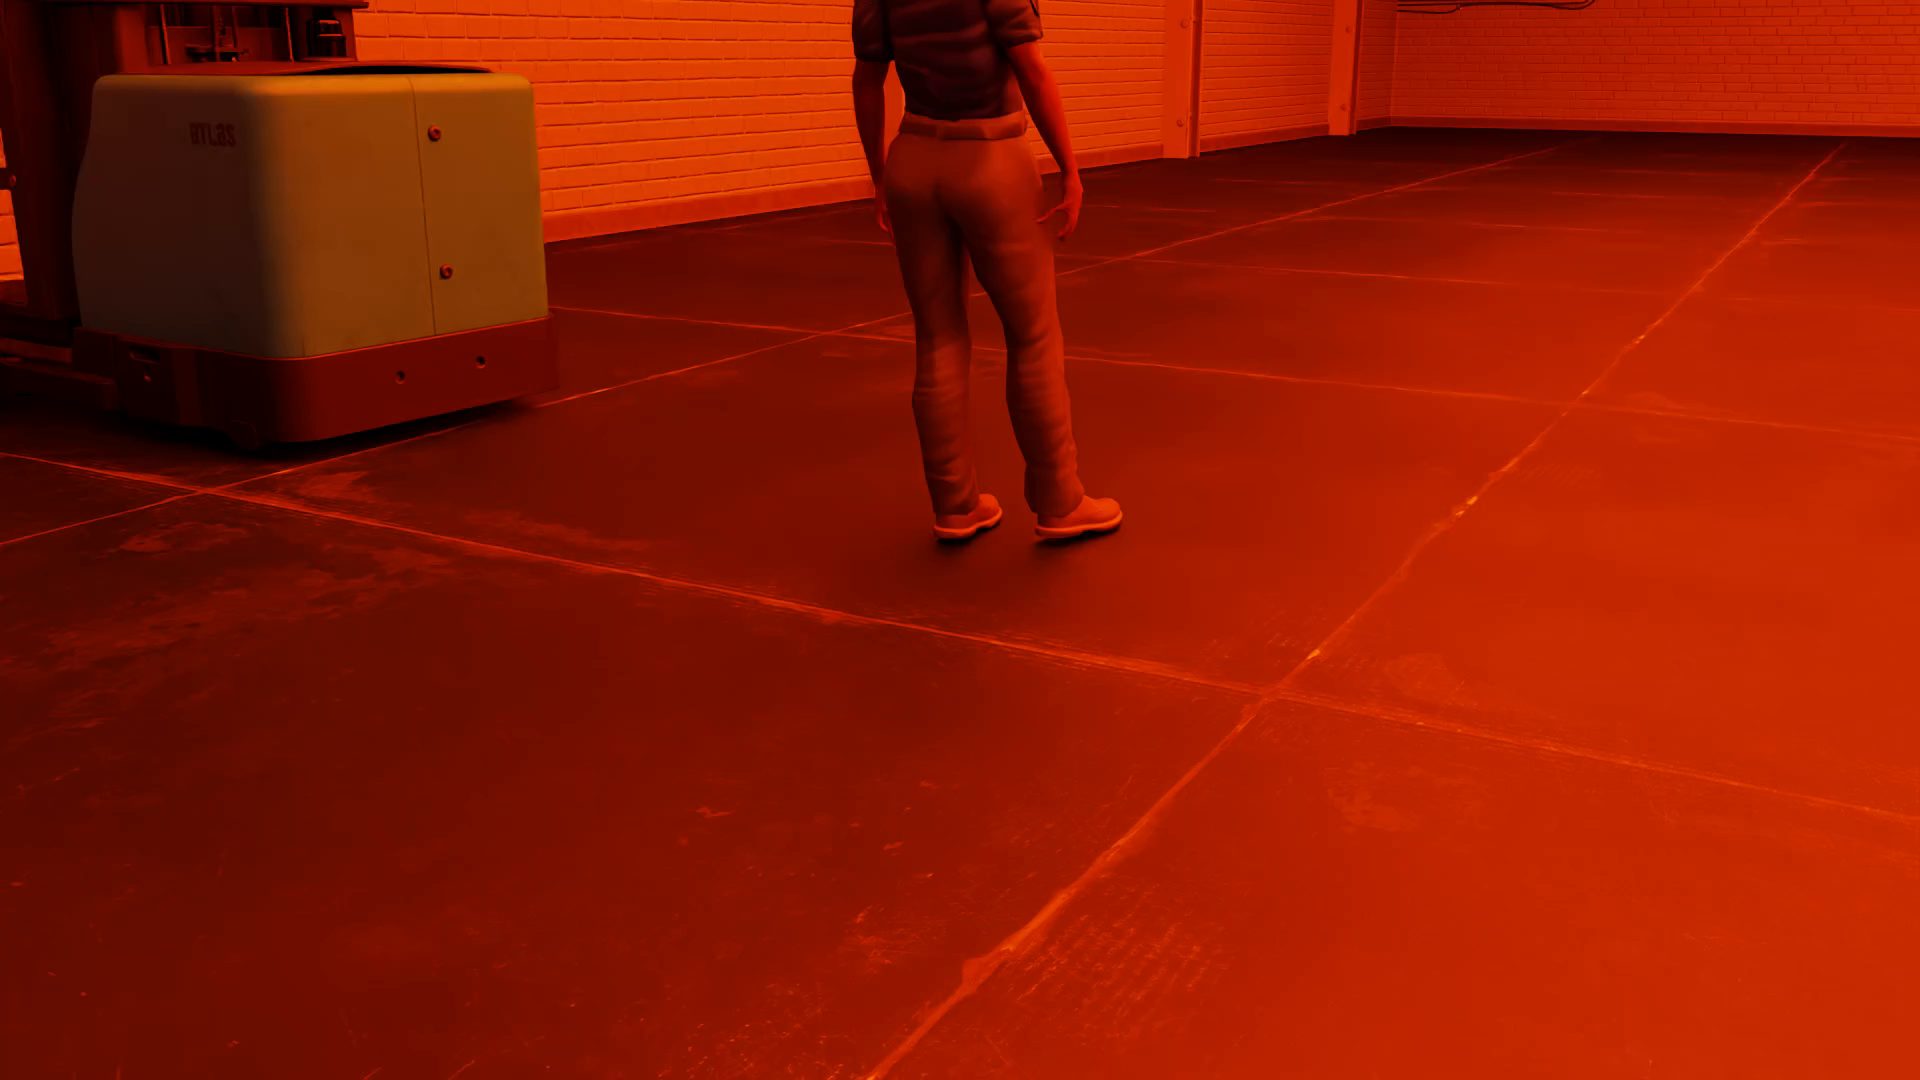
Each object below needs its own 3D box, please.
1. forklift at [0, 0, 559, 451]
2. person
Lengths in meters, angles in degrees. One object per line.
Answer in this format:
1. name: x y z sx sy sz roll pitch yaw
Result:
1. forklift: -2.832 -1.964 5.523 3.031 2.935 1.130 11 20 33
2. person: 0.060 -0.819 3.869 0.570 1.656 0.503 9 19 28
